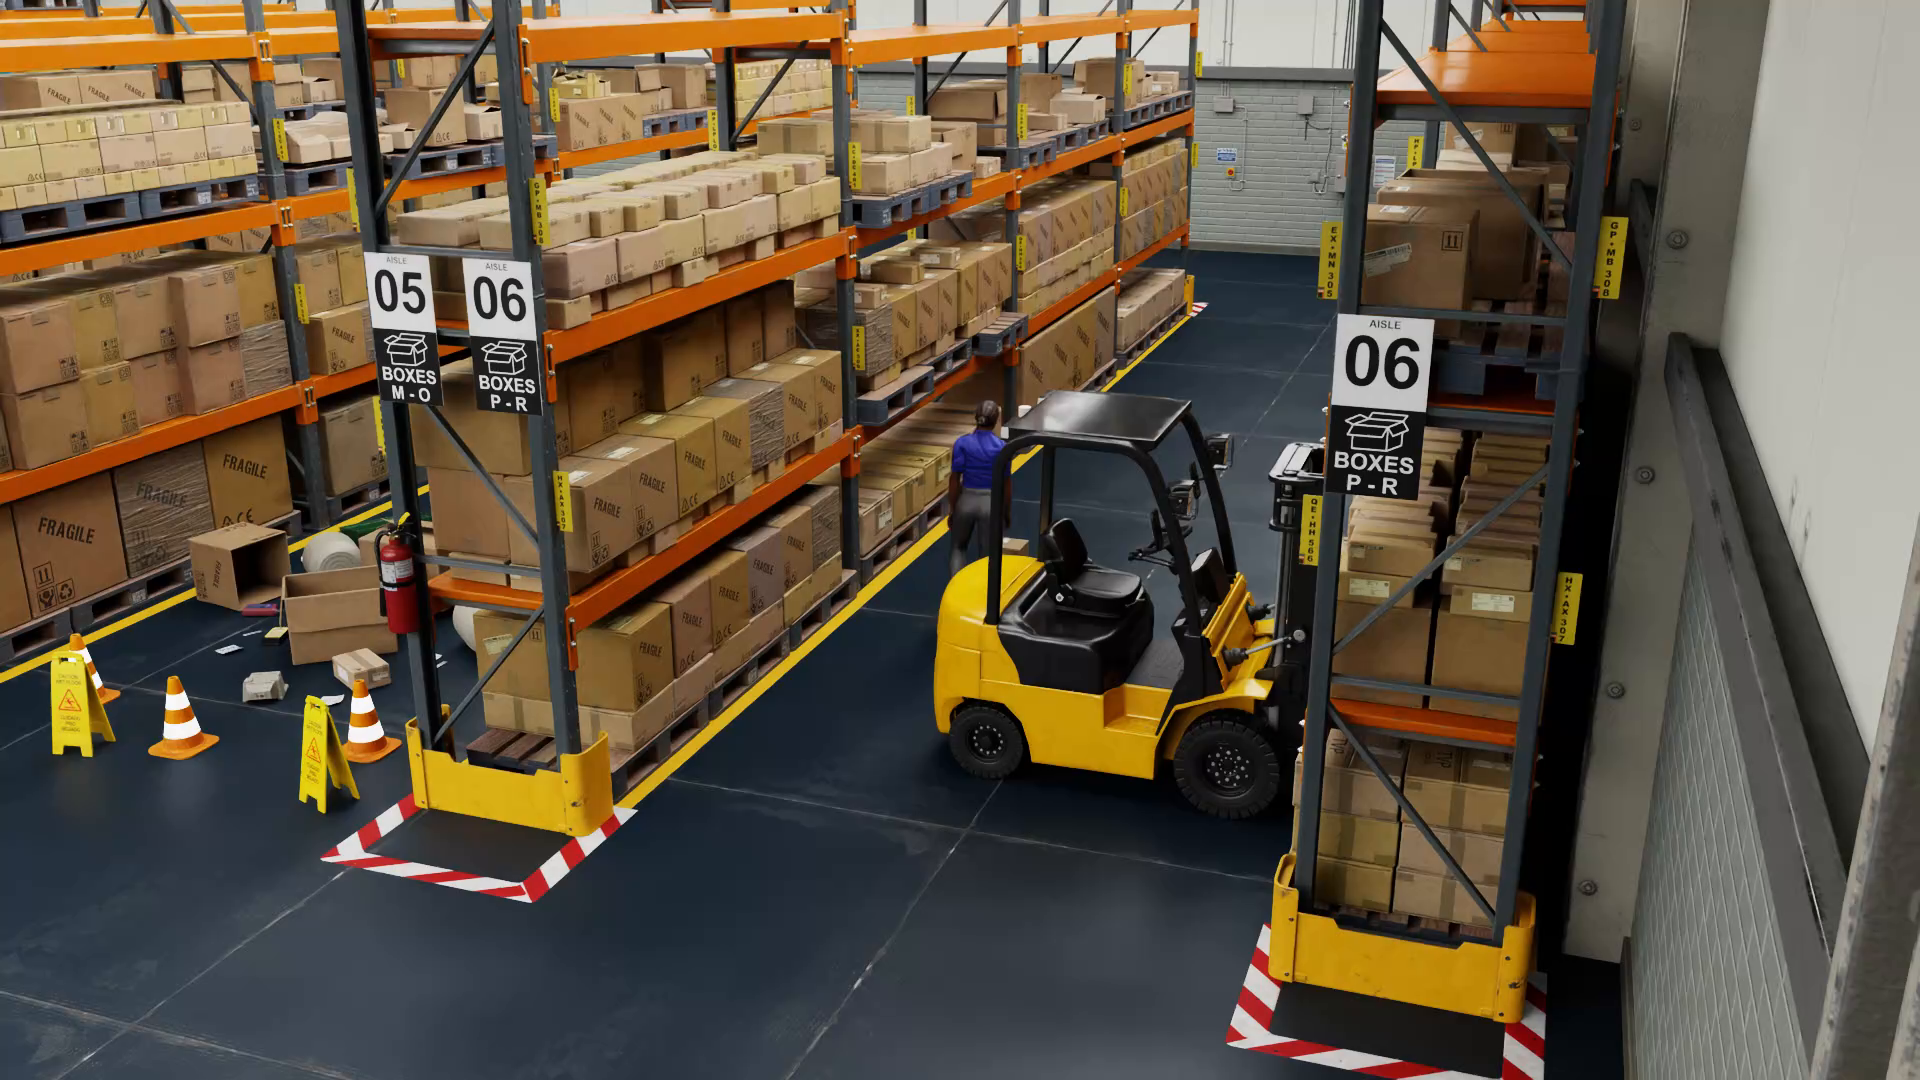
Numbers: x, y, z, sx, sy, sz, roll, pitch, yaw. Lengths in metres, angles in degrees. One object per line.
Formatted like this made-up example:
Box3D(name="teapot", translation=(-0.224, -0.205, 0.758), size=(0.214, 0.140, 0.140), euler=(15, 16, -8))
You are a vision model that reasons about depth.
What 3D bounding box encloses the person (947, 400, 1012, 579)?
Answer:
Box3D(name="person", translation=(0.119, -0.194, 12.074), size=(0.500, 1.649, 0.436), euler=(4, 19, 11))
